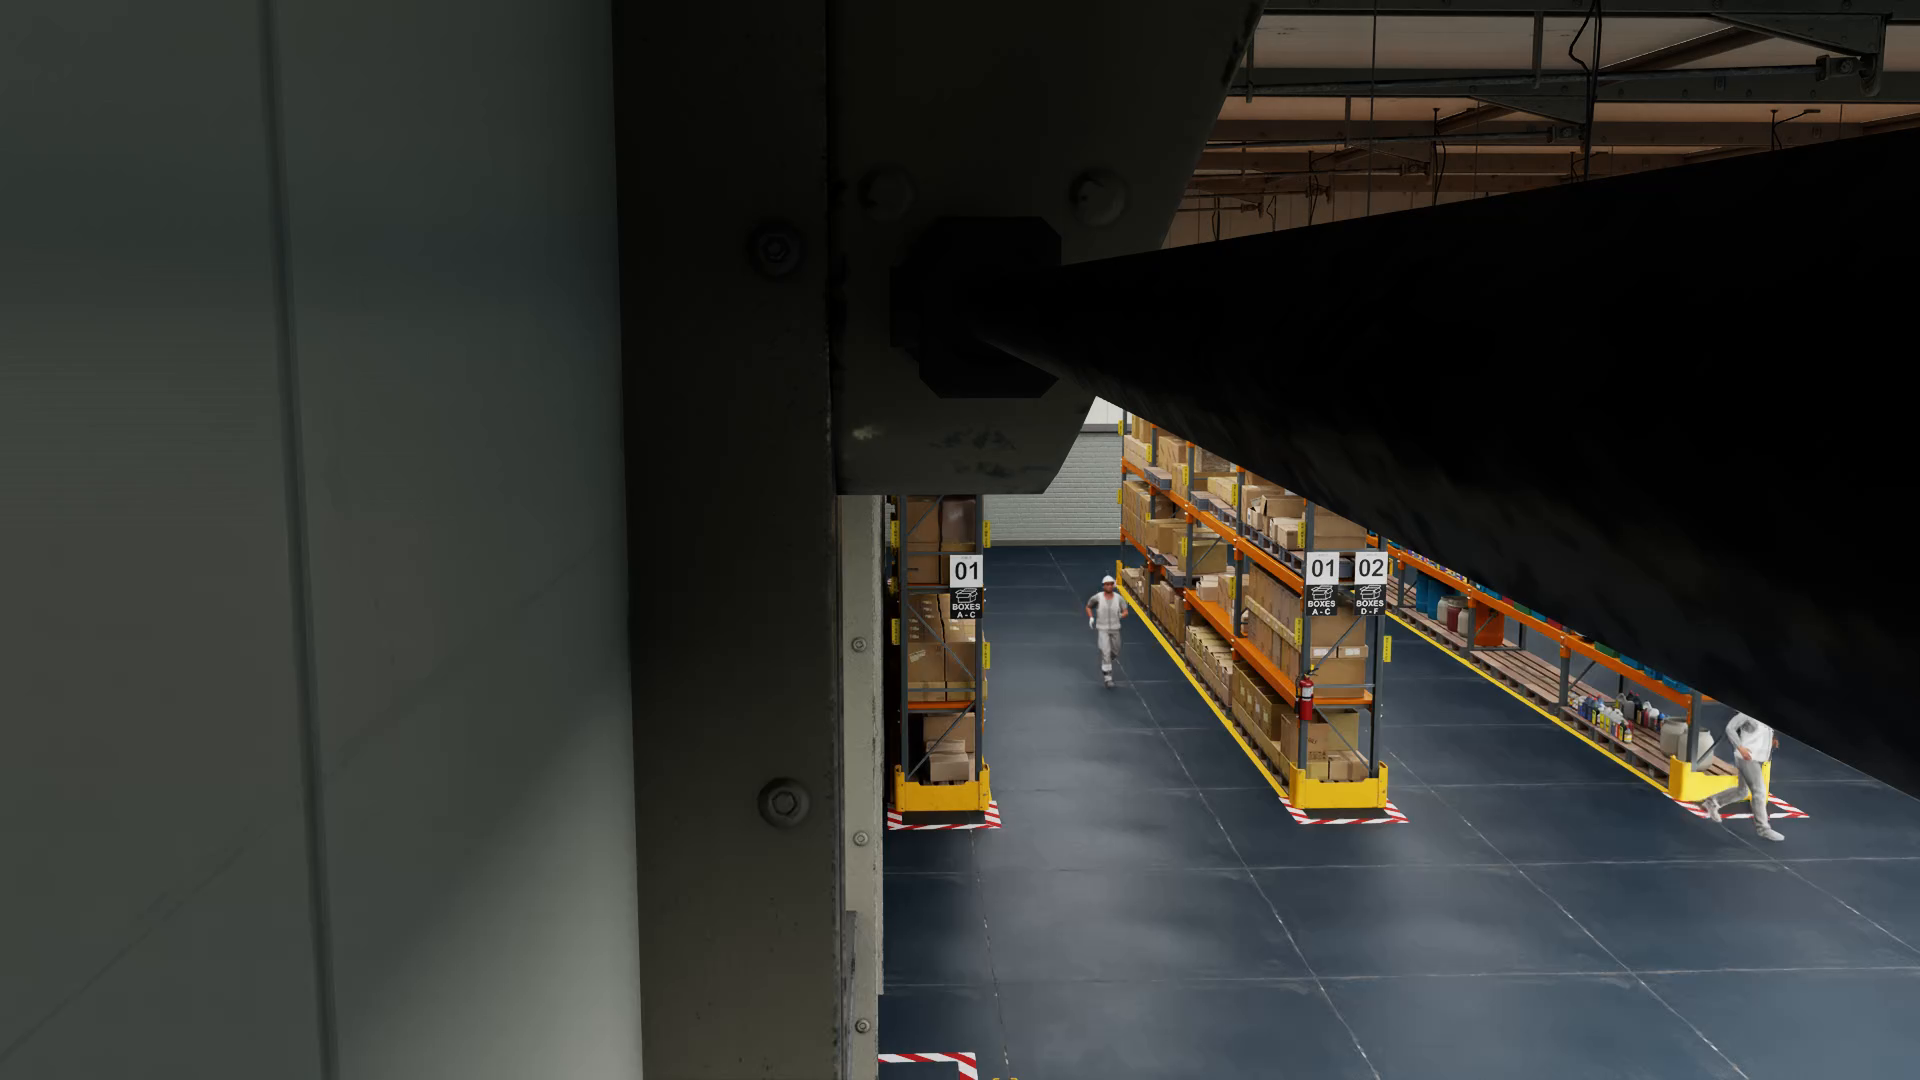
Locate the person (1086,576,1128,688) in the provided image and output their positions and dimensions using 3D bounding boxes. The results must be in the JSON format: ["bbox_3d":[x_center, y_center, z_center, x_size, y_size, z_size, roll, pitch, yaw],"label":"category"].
[{"bbox_3d":[2.407,1.462,27.070,0.667,1.768,0.963,-1,9,-8],"label":"person"}]

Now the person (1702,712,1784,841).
[{"bbox_3d":[9.329,2.563,19.608,0.981,1.737,0.689,8,12,44],"label":"person"}]
